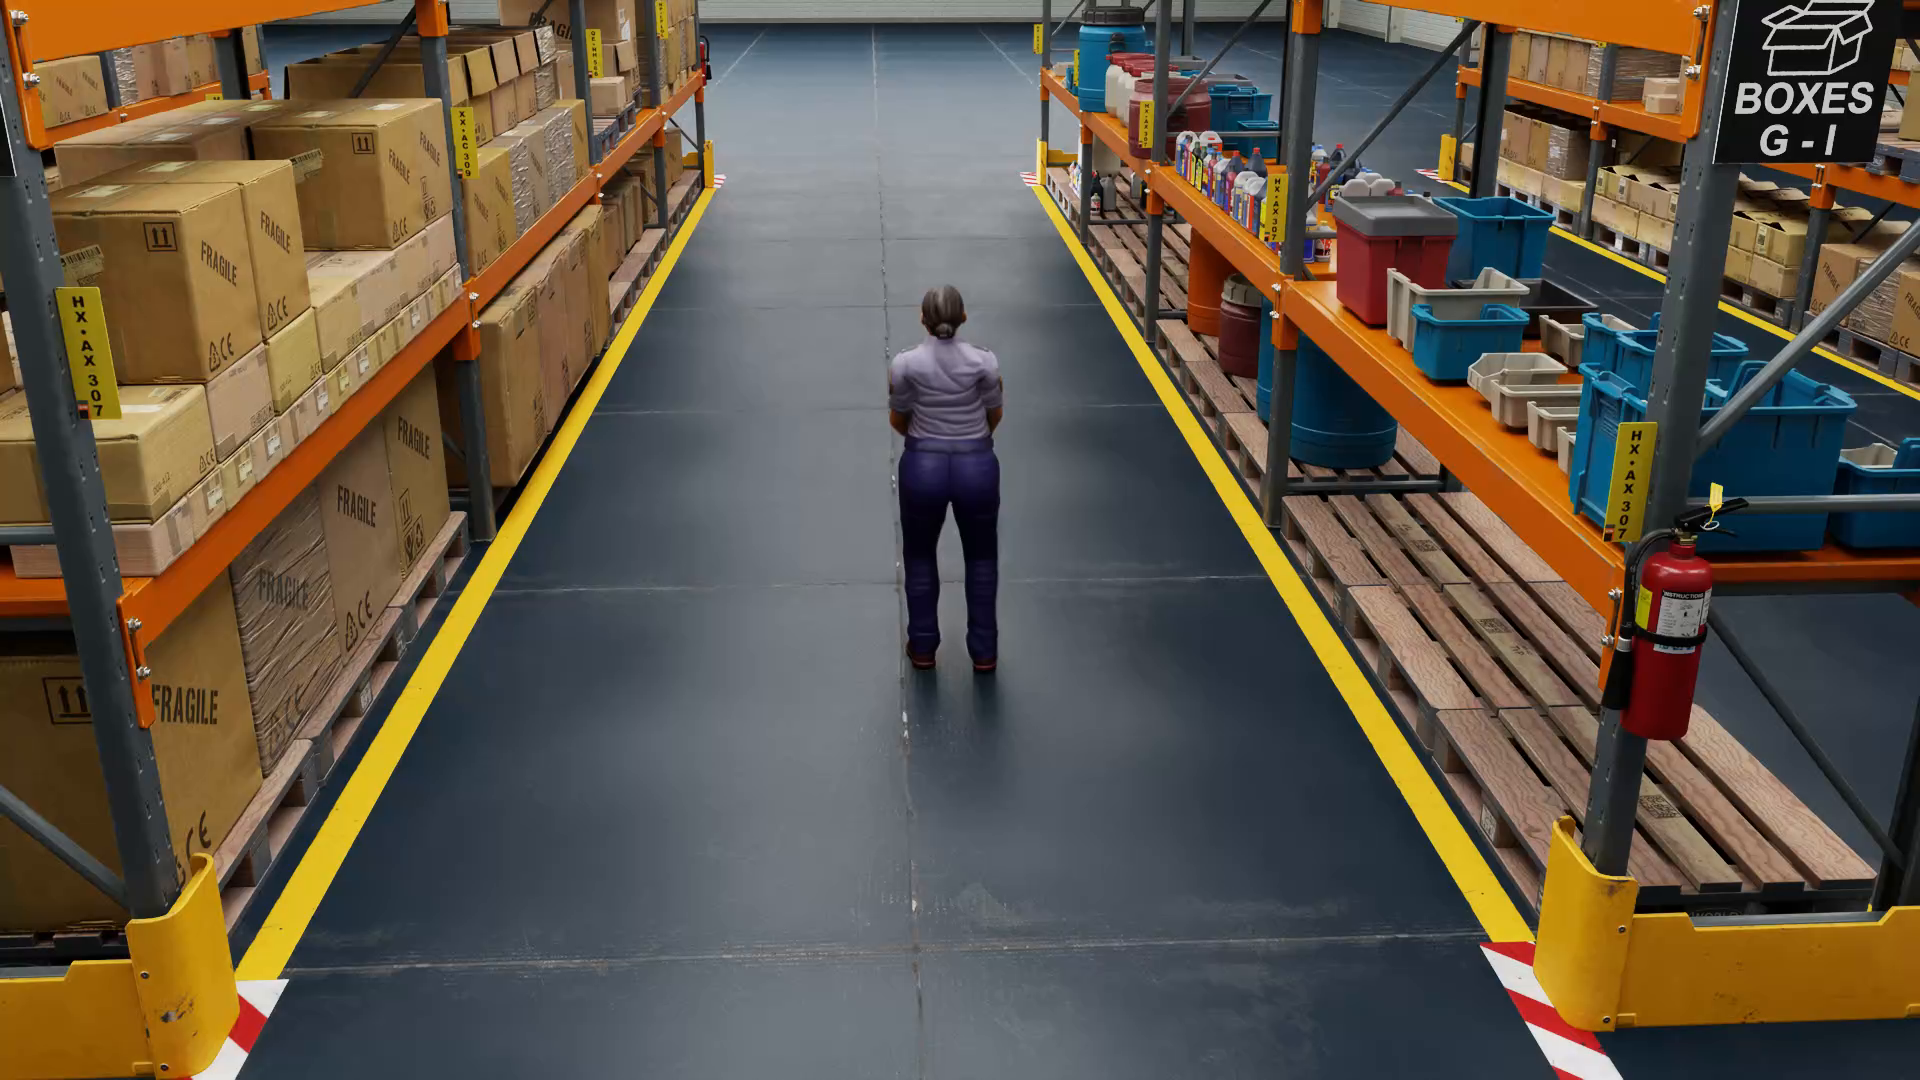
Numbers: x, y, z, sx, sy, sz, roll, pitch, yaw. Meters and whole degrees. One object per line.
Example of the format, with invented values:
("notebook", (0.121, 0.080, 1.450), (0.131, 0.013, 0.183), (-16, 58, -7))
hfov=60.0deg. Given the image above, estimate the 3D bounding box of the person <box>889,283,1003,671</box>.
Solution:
("person", (-0.056, -0.271, 6.829), (0.455, 1.641, 0.512), (0, 21, -1))
